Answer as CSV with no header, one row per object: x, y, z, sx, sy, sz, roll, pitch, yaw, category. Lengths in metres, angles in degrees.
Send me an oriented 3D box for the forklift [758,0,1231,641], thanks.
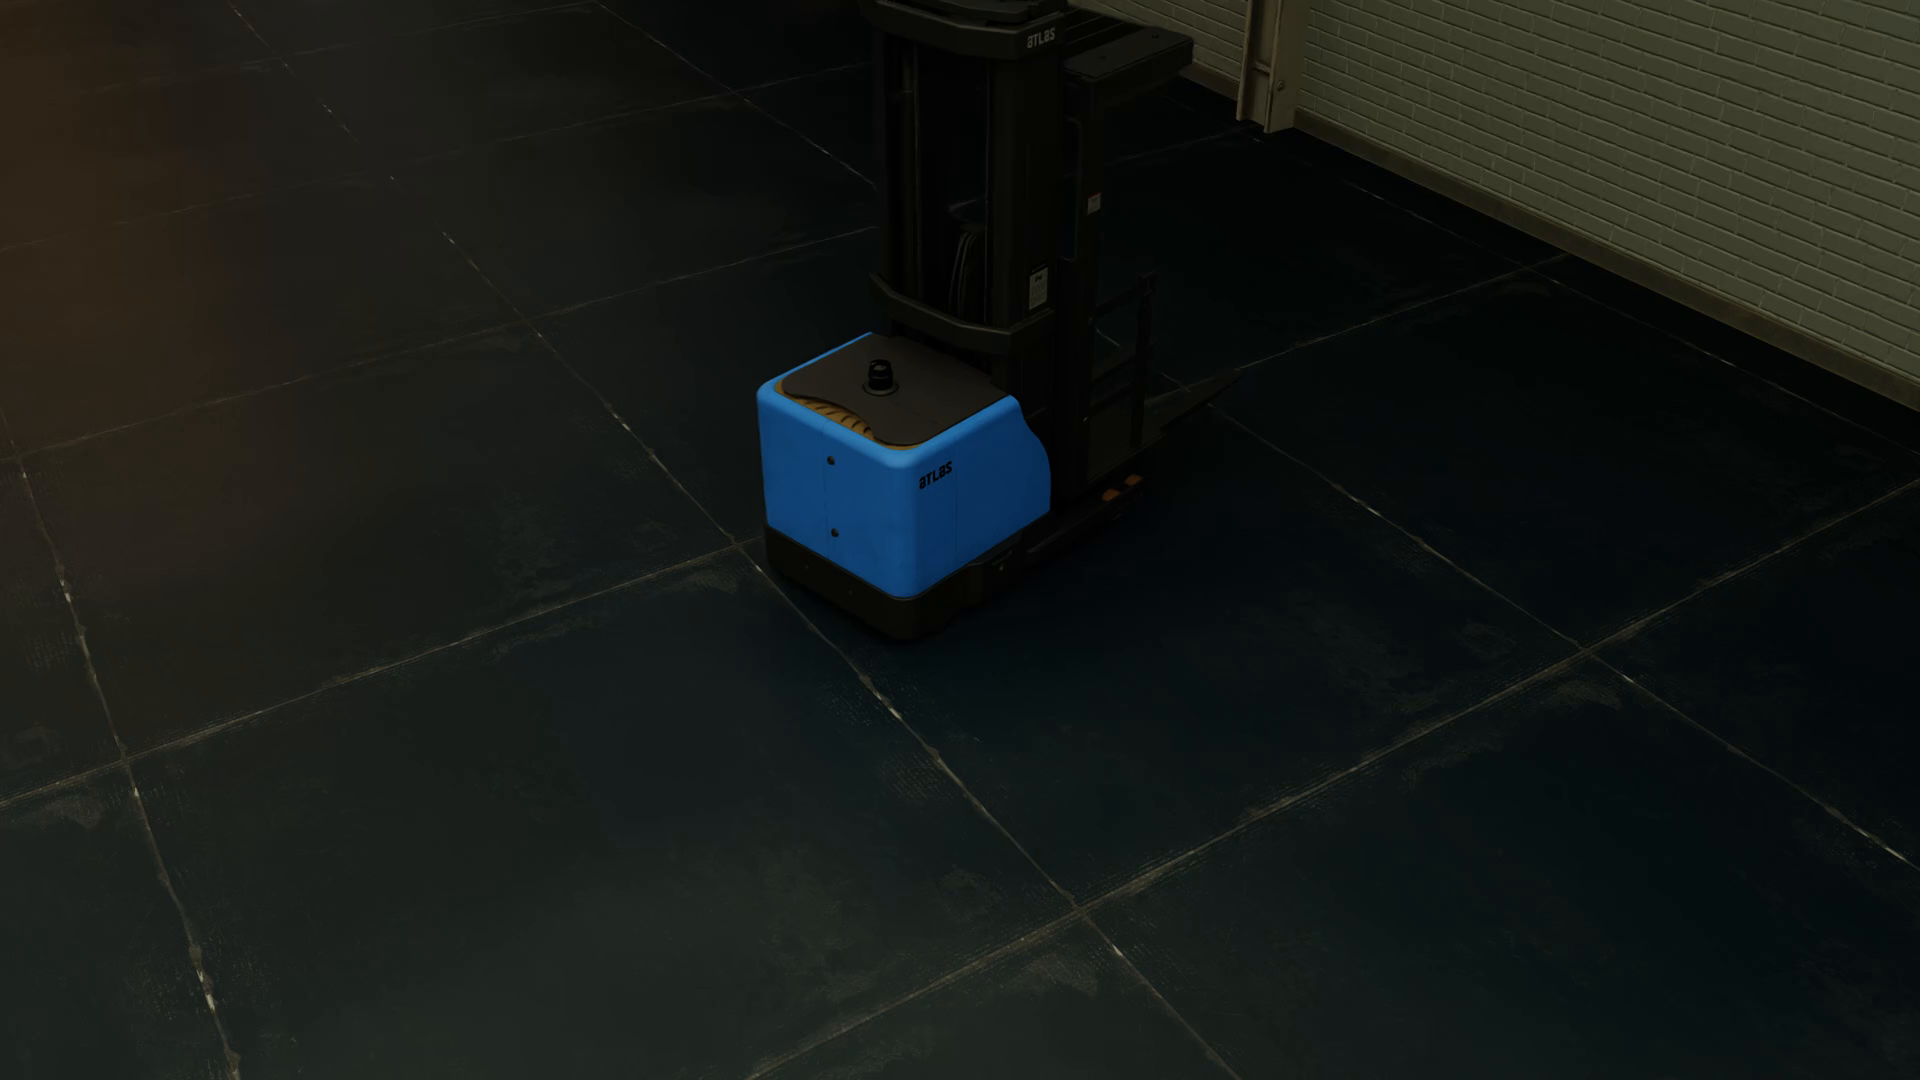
0.363,-1.494,8.274,1.130,2.935,3.031,26,43,32,forklift
